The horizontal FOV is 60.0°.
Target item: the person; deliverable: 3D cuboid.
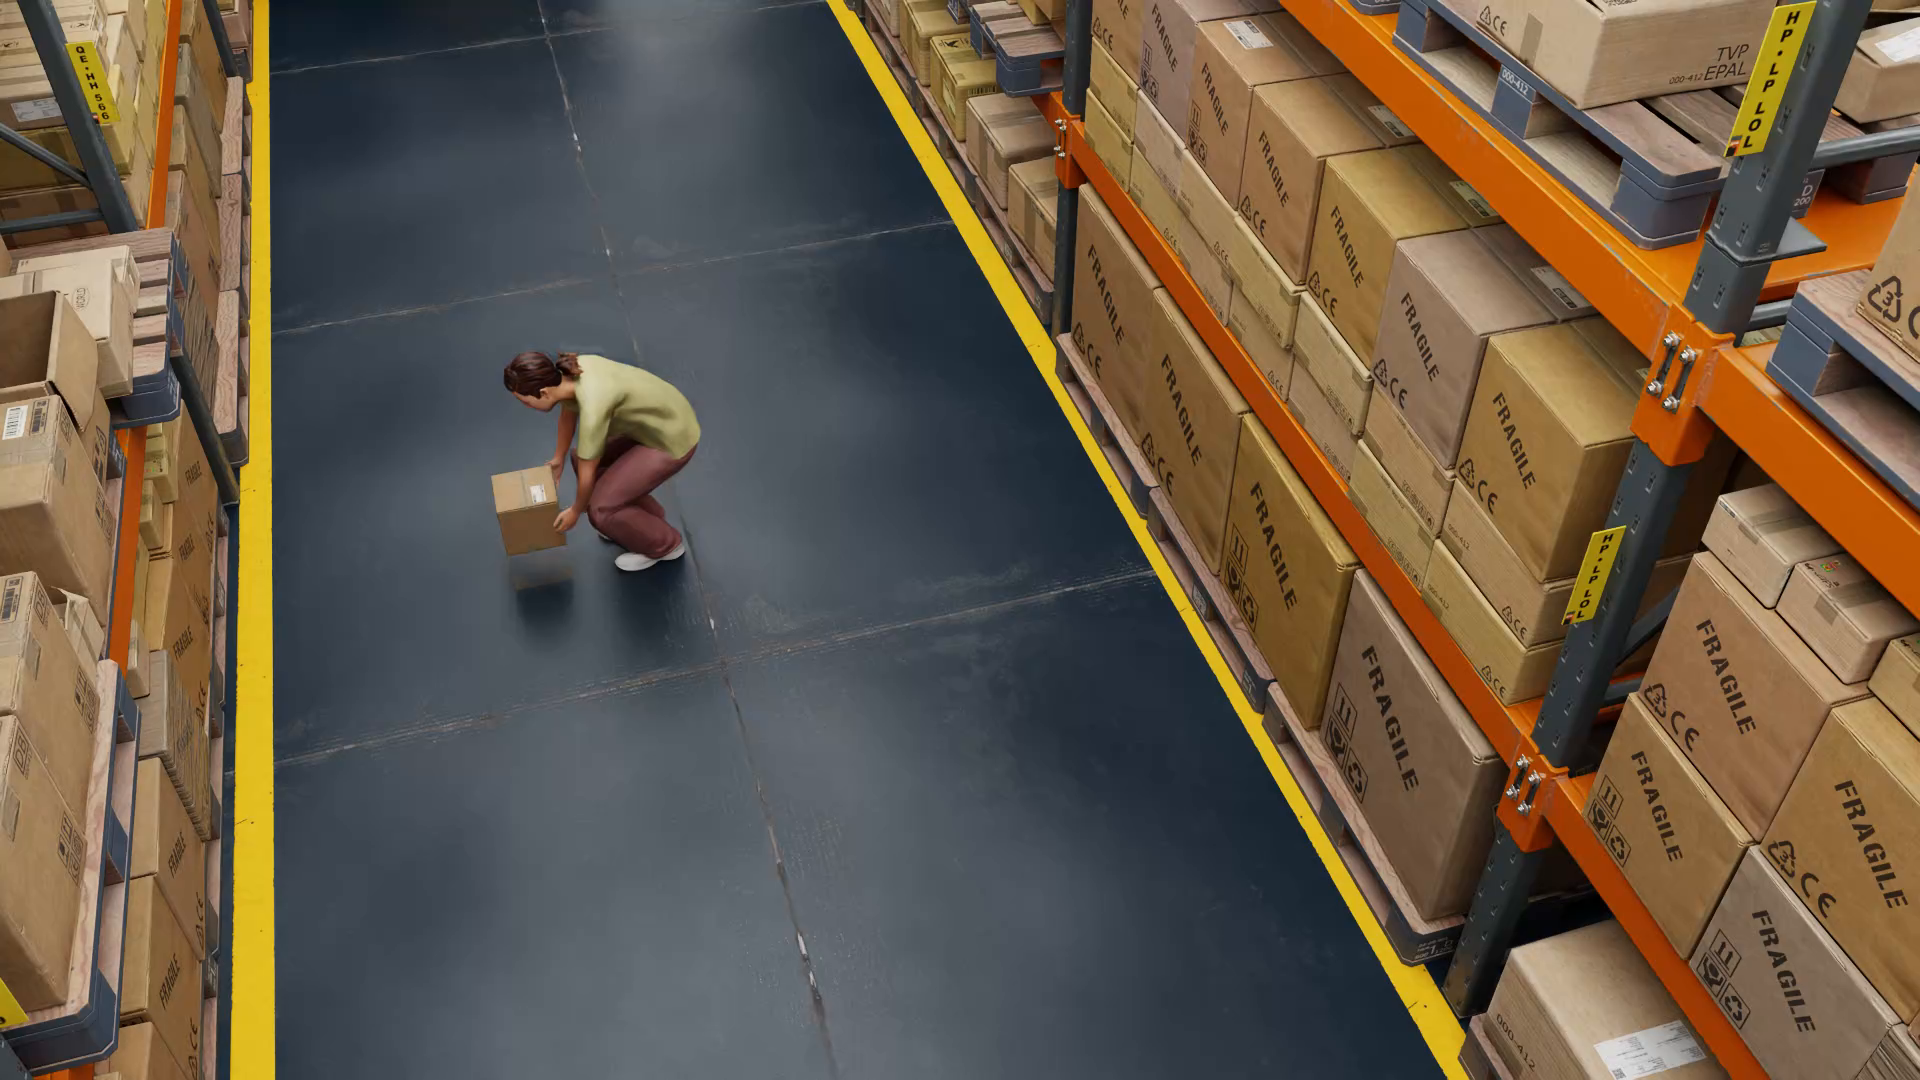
[{"bbox_3d":[-1.449,-0.363,6.958,0.740,1.142,0.502,-12,44,-13],"label":"person"}]
